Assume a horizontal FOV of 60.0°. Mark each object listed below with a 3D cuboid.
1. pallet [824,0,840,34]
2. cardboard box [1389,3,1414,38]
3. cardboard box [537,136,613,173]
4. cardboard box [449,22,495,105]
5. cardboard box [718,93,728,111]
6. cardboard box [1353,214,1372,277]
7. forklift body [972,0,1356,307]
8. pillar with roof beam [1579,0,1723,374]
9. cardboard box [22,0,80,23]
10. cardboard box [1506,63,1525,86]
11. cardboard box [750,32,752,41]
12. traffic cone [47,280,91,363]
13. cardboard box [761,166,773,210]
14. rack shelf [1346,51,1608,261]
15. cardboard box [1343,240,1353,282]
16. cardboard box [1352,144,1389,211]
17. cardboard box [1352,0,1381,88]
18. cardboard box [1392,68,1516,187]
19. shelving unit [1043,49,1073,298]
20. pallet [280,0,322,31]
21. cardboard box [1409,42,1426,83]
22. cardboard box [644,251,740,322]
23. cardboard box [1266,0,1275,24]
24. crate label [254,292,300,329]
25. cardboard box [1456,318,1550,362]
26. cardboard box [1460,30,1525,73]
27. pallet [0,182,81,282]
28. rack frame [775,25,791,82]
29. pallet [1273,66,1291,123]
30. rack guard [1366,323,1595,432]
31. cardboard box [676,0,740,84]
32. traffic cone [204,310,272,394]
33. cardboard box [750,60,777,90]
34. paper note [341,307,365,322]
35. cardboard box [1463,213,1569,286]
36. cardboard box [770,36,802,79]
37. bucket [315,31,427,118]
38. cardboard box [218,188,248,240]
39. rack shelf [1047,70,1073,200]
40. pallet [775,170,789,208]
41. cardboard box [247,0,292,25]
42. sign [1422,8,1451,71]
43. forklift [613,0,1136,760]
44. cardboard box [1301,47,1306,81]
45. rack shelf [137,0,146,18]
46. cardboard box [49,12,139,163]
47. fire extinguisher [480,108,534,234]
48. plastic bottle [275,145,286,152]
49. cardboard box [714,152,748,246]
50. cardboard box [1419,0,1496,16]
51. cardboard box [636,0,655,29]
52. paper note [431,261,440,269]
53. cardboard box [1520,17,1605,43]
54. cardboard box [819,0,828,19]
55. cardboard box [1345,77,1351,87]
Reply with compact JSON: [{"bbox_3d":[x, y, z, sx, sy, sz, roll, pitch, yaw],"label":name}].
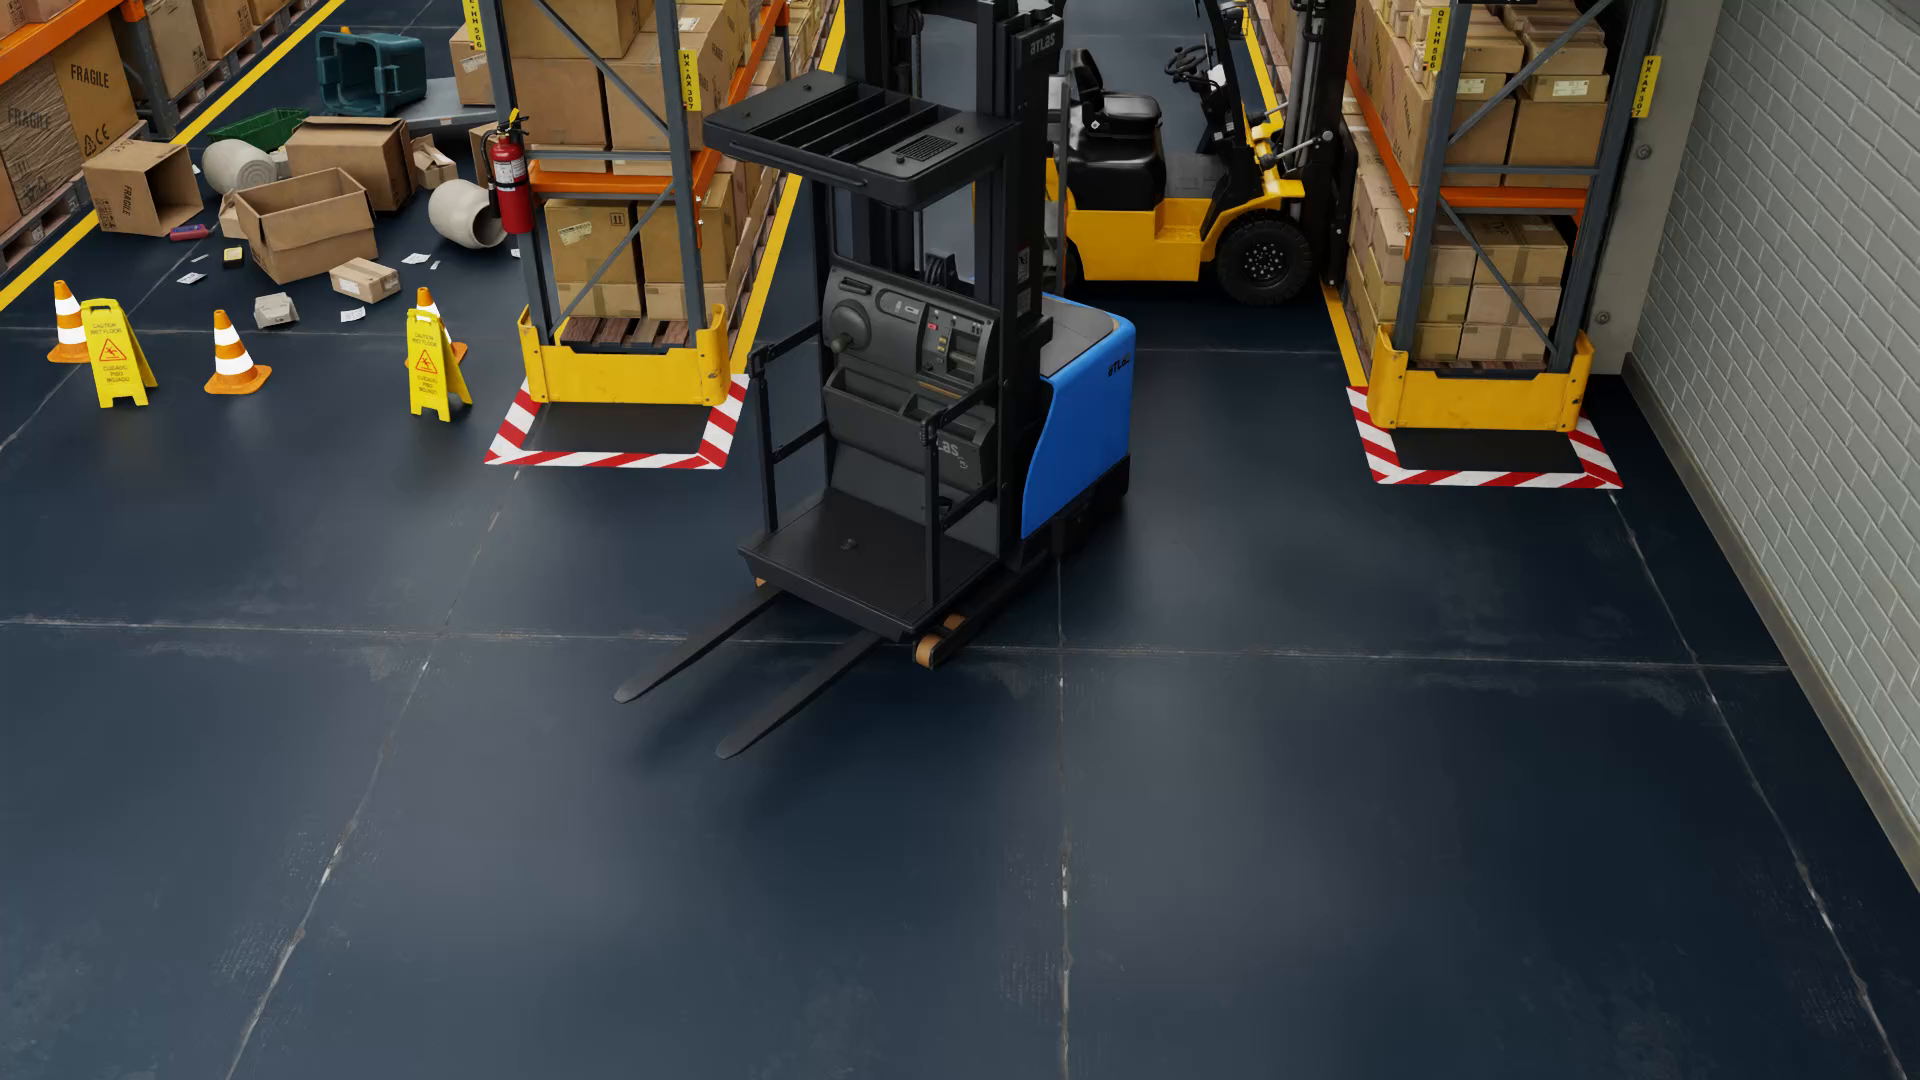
[{"bbox_3d":[-1.685,-5.093,15.759,1.003,0.211,1.213,1,35,2],"label":"pallet"},{"bbox_3d":[2.757,-3.078,9.816,0.380,0.149,0.250,0,35,0],"label":"cardboard box"},{"bbox_3d":[-2.172,-2.204,9.441,0.380,0.149,0.250,2,35,3],"label":"cardboard box"},{"bbox_3d":[-3.593,-3.696,12.861,0.500,0.500,0.500,1,35,2],"label":"cardboard box"},{"bbox_3d":[-1.609,-2.615,10.027,0.380,0.149,0.250,2,35,3],"label":"cardboard box"},{"bbox_3d":[2.724,-1.801,10.240,0.500,0.250,0.500,1,35,1],"label":"cardboard box"},{"bbox_3d":[1.240,-2.759,10.751,2.313,2.155,1.214,1,35,2],"label":"forklift body"},{"bbox_3d":[-0.387,-4.908,7.852,9.100,9.000,0.400,1,35,2],"label":"pillar with roof beam"},{"bbox_3d":[-6.765,-3.974,11.611,0.875,0.550,0.550,1,35,2],"label":"cardboard box"},{"bbox_3d":[3.206,-2.613,9.154,0.380,0.149,0.250,1,35,2],"label":"cardboard box"},{"bbox_3d":[-1.599,-3.360,11.087,0.380,0.149,0.250,1,35,1],"label":"cardboard box"},{"bbox_3d":[-5.483,-1.378,10.253,0.336,0.463,0.334,1,35,2],"label":"traffic cone"},{"bbox_3d":[-1.604,-2.488,11.653,0.500,0.250,0.500,2,35,3],"label":"cardboard box"},{"bbox_3d":[3.067,-2.829,10.738,1.077,0.370,4.000,1,35,2],"label":"rack shelf"},{"bbox_3d":[2.748,-1.871,10.776,0.500,0.250,0.500,2,35,2],"label":"cardboard box"},{"bbox_3d":[2.718,-2.286,10.496,0.500,0.250,0.500,2,35,2],"label":"cardboard box"},{"bbox_3d":[2.803,-3.185,10.533,0.500,0.500,0.500,2,35,2],"label":"cardboard box"},{"bbox_3d":[2.744,-2.304,9.279,0.500,0.500,0.500,1,35,1],"label":"cardboard box"},{"bbox_3d":[0.370,-1.567,9.092,0.431,2.100,0.503,2,36,4],"label":"shelving unit"},{"bbox_3d":[-6.709,-5.147,15.836,1.003,0.211,1.213,1,35,2],"label":"pallet"},{"bbox_3d":[2.701,-2.634,9.184,0.380,0.149,0.250,2,35,3],"label":"cardboard box"},{"bbox_3d":[-1.665,-1.591,10.377,0.500,0.250,0.500,1,35,1],"label":"cardboard box"},{"bbox_3d":[3.251,-5.037,14.955,0.875,0.625,0.625,2,35,3],"label":"cardboard box"},{"bbox_3d":[-4.398,-1.476,10.677,0.250,0.136,0.298,-17,38,-22],"label":"crate label"},{"bbox_3d":[3.202,-1.299,9.961,0.500,0.250,0.500,1,35,2],"label":"cardboard box"},{"bbox_3d":[2.790,-2.613,8.895,0.380,0.149,0.250,1,35,2],"label":"cardboard box"},{"bbox_3d":[-6.918,-2.163,11.589,1.003,0.211,1.213,1,35,2],"label":"pallet"},{"bbox_3d":[-1.813,-4.385,12.326,1.000,3.000,0.127,1,35,2],"label":"rack frame"},{"bbox_3d":[3.138,-3.556,13.572,1.003,0.211,1.213,1,35,2],"label":"pallet"},{"bbox_3d":[2.985,-0.938,9.595,1.175,0.500,0.348,1,35,2],"label":"rack guard"},{"bbox_3d":[-1.641,-3.106,10.160,0.500,0.500,0.500,1,35,1],"label":"cardboard box"},{"bbox_3d":[-4.368,-1.156,9.938,0.336,0.463,0.334,1,35,2],"label":"traffic cone"},{"bbox_3d":[-1.587,-3.100,11.872,0.500,0.500,0.500,2,35,3],"label":"cardboard box"},{"bbox_3d":[-3.924,-1.461,10.748,0.148,0.019,0.142,-10,36,-14],"label":"paper note"},{"bbox_3d":[3.195,-1.702,9.665,0.500,0.250,0.500,1,35,1],"label":"cardboard box"},{"bbox_3d":[-1.794,-3.783,13.390,0.950,0.372,0.625,2,35,2],"label":"cardboard box"},{"bbox_3d":[-4.465,-3.592,12.724,0.726,0.611,0.620,13,27,18],"label":"bucket"},{"bbox_3d":[-4.992,-2.293,11.727,0.396,0.266,0.258,7,36,10],"label":"cardboard box"},{"bbox_3d":[0.363,-2.126,8.694,0.431,0.518,0.480,2,36,4],"label":"rack shelf"},{"bbox_3d":[-1.804,-2.857,12.578,1.003,0.211,1.213,1,35,2],"label":"pallet"},{"bbox_3d":[-6.748,-5.141,14.993,1.050,0.750,0.750,2,35,3],"label":"cardboard box"},{"bbox_3d":[2.445,-2.566,8.525,0.100,0.325,0.005,1,35,2],"label":"sign"},{"bbox_3d":[-0.367,-0.910,7.441,1.130,2.935,3.031,23,41,29],"label":"forklift"},{"bbox_3d":[3.157,-3.773,13.155,0.875,0.625,0.625,3,35,4],"label":"cardboard box"},{"bbox_3d":[-6.683,-5.296,14.248,1.077,0.370,4.000,1,35,2],"label":"rack shelf"},{"bbox_3d":[-6.858,-3.384,12.385,0.875,0.875,0.875,2,35,3],"label":"cardboard box"},{"bbox_3d":[-2.439,-2.000,9.000,0.296,0.674,0.183,1,35,2],"label":"fire extinguisher"},{"bbox_3d":[-5.266,-3.046,12.976,0.133,0.061,0.283,-17,38,-22],"label":"plastic bottle"},{"bbox_3d":[-1.648,-2.212,10.608,0.500,0.500,0.500,0,35,0],"label":"cardboard box"},{"bbox_3d":[2.837,-3.048,9.514,0.380,0.149,0.250,2,35,2],"label":"cardboard box"},{"bbox_3d":[-2.143,-3.248,9.493,0.700,0.500,0.500,2,35,2],"label":"cardboard box"},{"bbox_3d":[-3.584,-1.879,11.361,0.032,0.001,0.123,1,35,2],"label":"paper note"},{"bbox_3d":[3.287,-2.742,9.078,0.380,0.149,0.250,2,35,4],"label":"cardboard box"},{"bbox_3d":[-1.706,-5.031,15.166,0.950,0.372,0.625,1,35,1],"label":"cardboard box"},{"bbox_3d":[2.783,-3.164,11.746,0.500,0.250,0.500,1,35,2],"label":"cardboard box"}]
